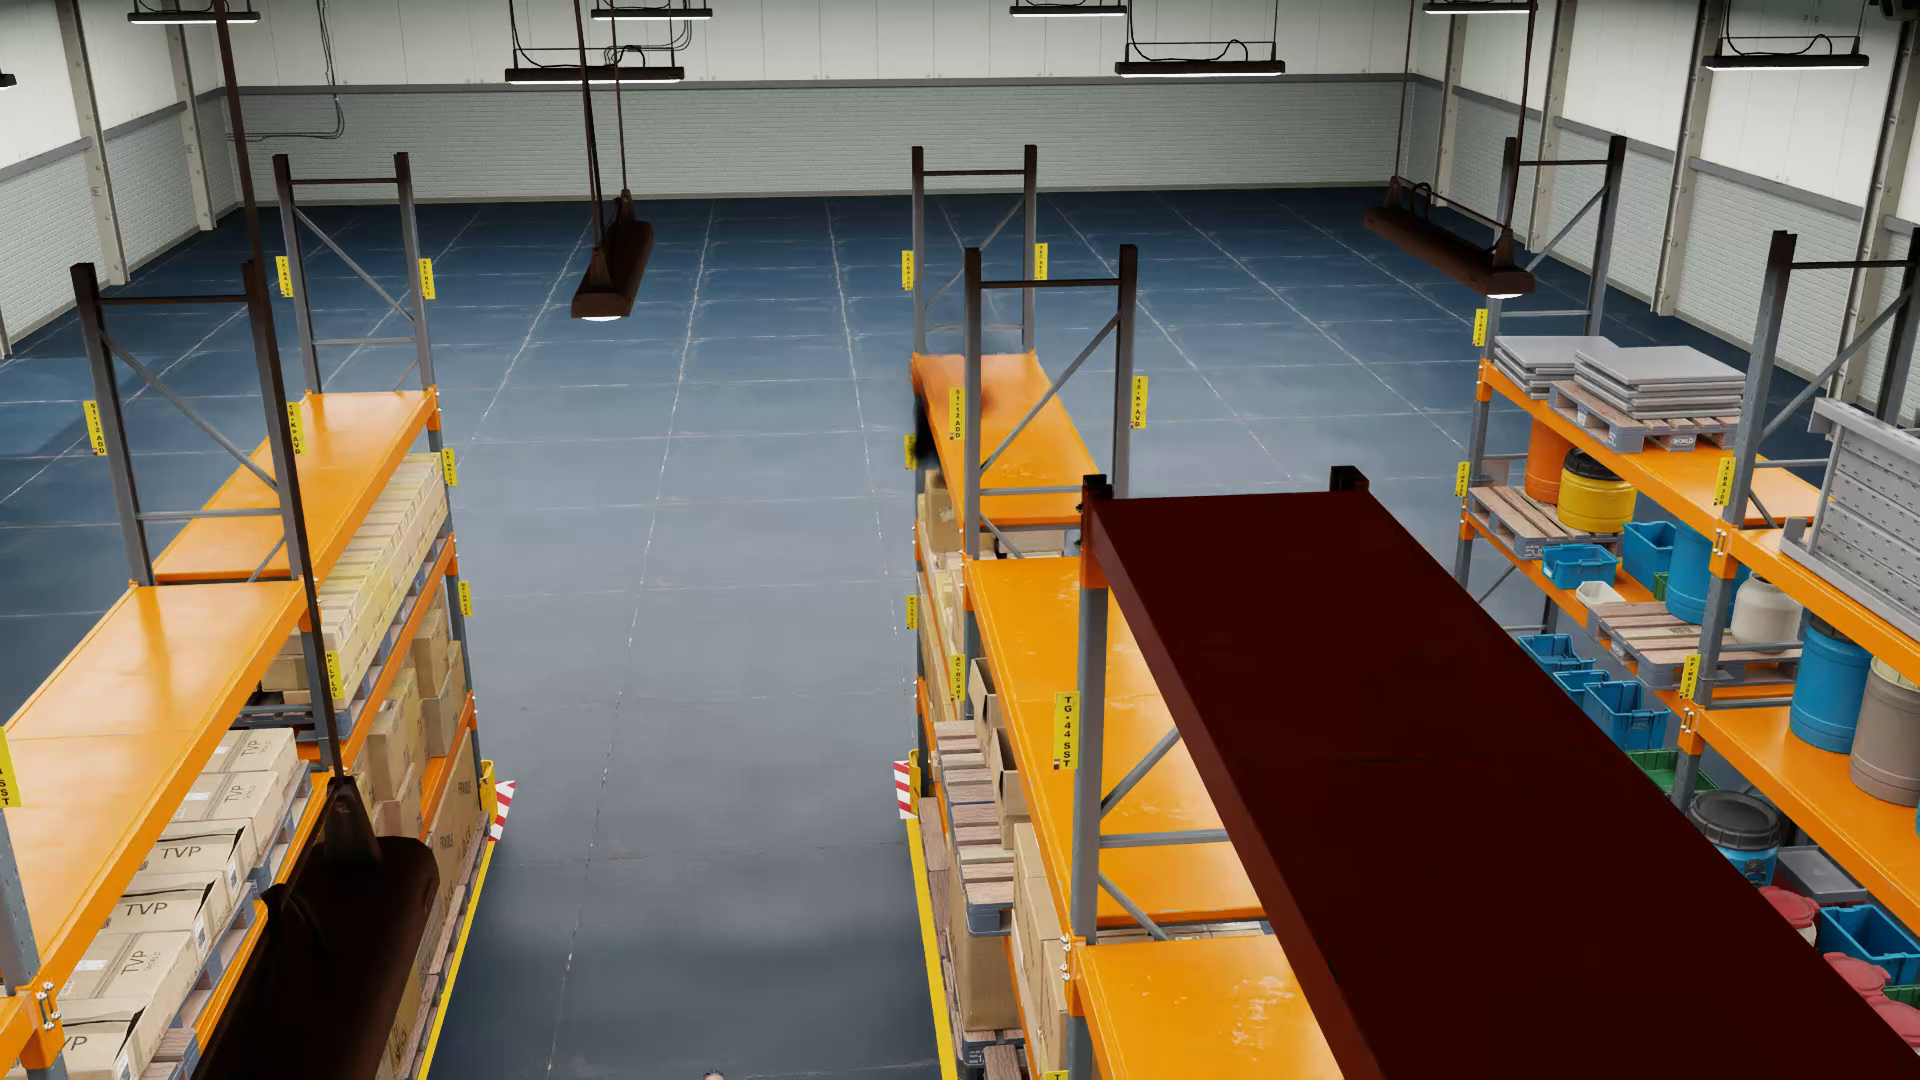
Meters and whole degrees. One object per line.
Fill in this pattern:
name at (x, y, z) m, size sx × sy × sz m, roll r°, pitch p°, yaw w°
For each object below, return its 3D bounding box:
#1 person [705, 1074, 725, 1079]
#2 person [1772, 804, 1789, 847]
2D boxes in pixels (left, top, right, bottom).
person at (-1.365, 3.797, 9.685) m, size 0.703 × 1.736 × 0.638 m, roll -6°, pitch 22°, yaw -14°
person at (6.962, 2.238, 13.718) m, size 0.659 × 1.671 × 0.614 m, roll -4°, pitch 22°, yaw -9°
